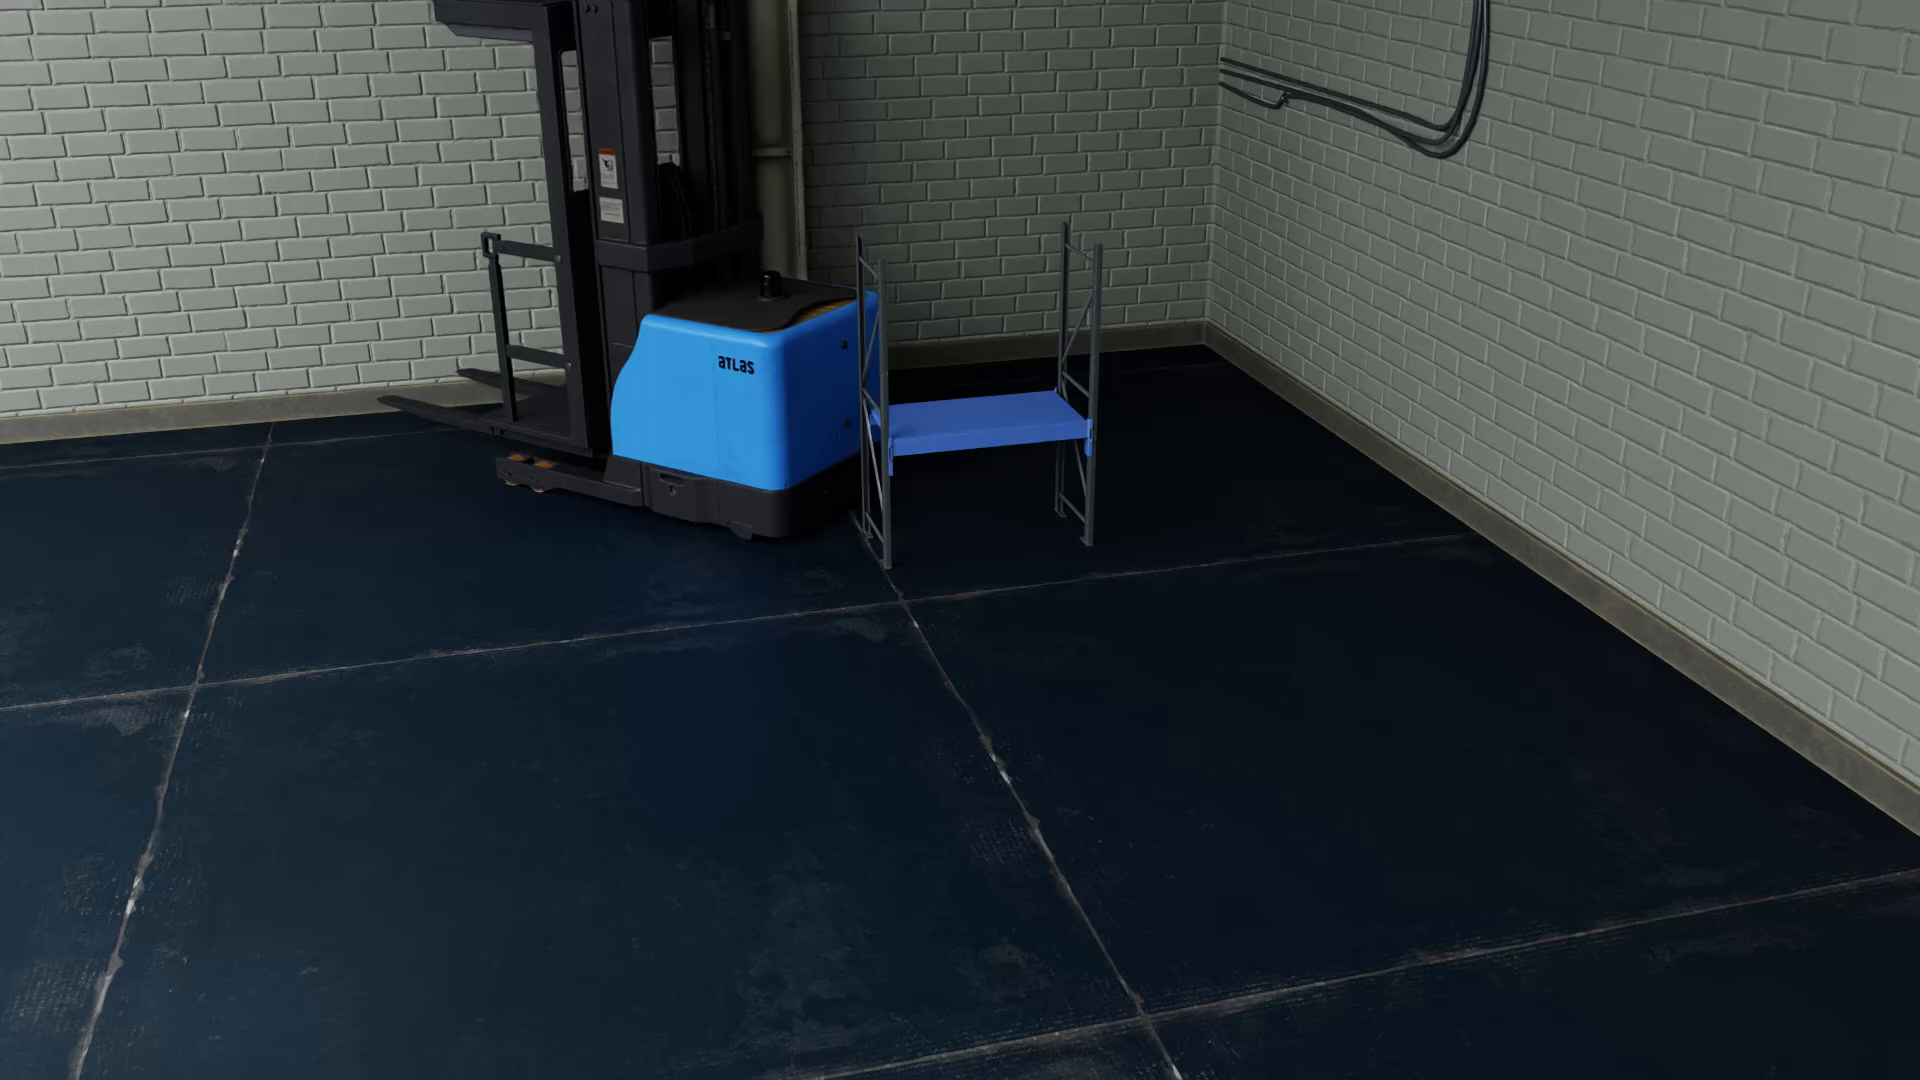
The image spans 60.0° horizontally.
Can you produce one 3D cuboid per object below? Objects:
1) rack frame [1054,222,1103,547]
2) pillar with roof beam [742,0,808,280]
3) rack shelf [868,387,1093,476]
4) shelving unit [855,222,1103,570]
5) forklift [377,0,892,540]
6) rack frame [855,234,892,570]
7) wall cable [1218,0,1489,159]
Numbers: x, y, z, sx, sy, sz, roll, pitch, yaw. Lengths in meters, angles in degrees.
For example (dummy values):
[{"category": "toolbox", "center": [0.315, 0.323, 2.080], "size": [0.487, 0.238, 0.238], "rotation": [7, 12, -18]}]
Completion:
[{"category": "rack frame", "center": [0.572, -0.752, 8.102], "size": [0.032, 1.500, 0.500], "rotation": [-6, 24, -14]}, {"category": "pillar with roof beam", "center": [0.003, -3.480, 4.948], "size": [0.400, 9.000, 9.100], "rotation": [-6, 24, -14]}, {"category": "rack shelf", "center": [0.082, -0.533, 8.046], "size": [1.000, 0.185, 0.538], "rotation": [-6, 24, -14]}, {"category": "shelving unit", "center": [0.082, -0.698, 7.975], "size": [1.048, 1.500, 0.538], "rotation": [-6, 24, -14]}, {"category": "forklift", "center": [-1.892, -1.761, 8.637], "size": [3.031, 2.935, 1.130], "rotation": [13, 27, 28]}, {"category": "rack frame", "center": [-0.407, -0.644, 7.849], "size": [0.032, 1.500, 0.500], "rotation": [-6, 24, -14]}, {"category": "wall cable", "center": [2.034, -3.499, 8.930], "size": [0.112, 2.526, 3.097], "rotation": [-6, 24, -14]}]
